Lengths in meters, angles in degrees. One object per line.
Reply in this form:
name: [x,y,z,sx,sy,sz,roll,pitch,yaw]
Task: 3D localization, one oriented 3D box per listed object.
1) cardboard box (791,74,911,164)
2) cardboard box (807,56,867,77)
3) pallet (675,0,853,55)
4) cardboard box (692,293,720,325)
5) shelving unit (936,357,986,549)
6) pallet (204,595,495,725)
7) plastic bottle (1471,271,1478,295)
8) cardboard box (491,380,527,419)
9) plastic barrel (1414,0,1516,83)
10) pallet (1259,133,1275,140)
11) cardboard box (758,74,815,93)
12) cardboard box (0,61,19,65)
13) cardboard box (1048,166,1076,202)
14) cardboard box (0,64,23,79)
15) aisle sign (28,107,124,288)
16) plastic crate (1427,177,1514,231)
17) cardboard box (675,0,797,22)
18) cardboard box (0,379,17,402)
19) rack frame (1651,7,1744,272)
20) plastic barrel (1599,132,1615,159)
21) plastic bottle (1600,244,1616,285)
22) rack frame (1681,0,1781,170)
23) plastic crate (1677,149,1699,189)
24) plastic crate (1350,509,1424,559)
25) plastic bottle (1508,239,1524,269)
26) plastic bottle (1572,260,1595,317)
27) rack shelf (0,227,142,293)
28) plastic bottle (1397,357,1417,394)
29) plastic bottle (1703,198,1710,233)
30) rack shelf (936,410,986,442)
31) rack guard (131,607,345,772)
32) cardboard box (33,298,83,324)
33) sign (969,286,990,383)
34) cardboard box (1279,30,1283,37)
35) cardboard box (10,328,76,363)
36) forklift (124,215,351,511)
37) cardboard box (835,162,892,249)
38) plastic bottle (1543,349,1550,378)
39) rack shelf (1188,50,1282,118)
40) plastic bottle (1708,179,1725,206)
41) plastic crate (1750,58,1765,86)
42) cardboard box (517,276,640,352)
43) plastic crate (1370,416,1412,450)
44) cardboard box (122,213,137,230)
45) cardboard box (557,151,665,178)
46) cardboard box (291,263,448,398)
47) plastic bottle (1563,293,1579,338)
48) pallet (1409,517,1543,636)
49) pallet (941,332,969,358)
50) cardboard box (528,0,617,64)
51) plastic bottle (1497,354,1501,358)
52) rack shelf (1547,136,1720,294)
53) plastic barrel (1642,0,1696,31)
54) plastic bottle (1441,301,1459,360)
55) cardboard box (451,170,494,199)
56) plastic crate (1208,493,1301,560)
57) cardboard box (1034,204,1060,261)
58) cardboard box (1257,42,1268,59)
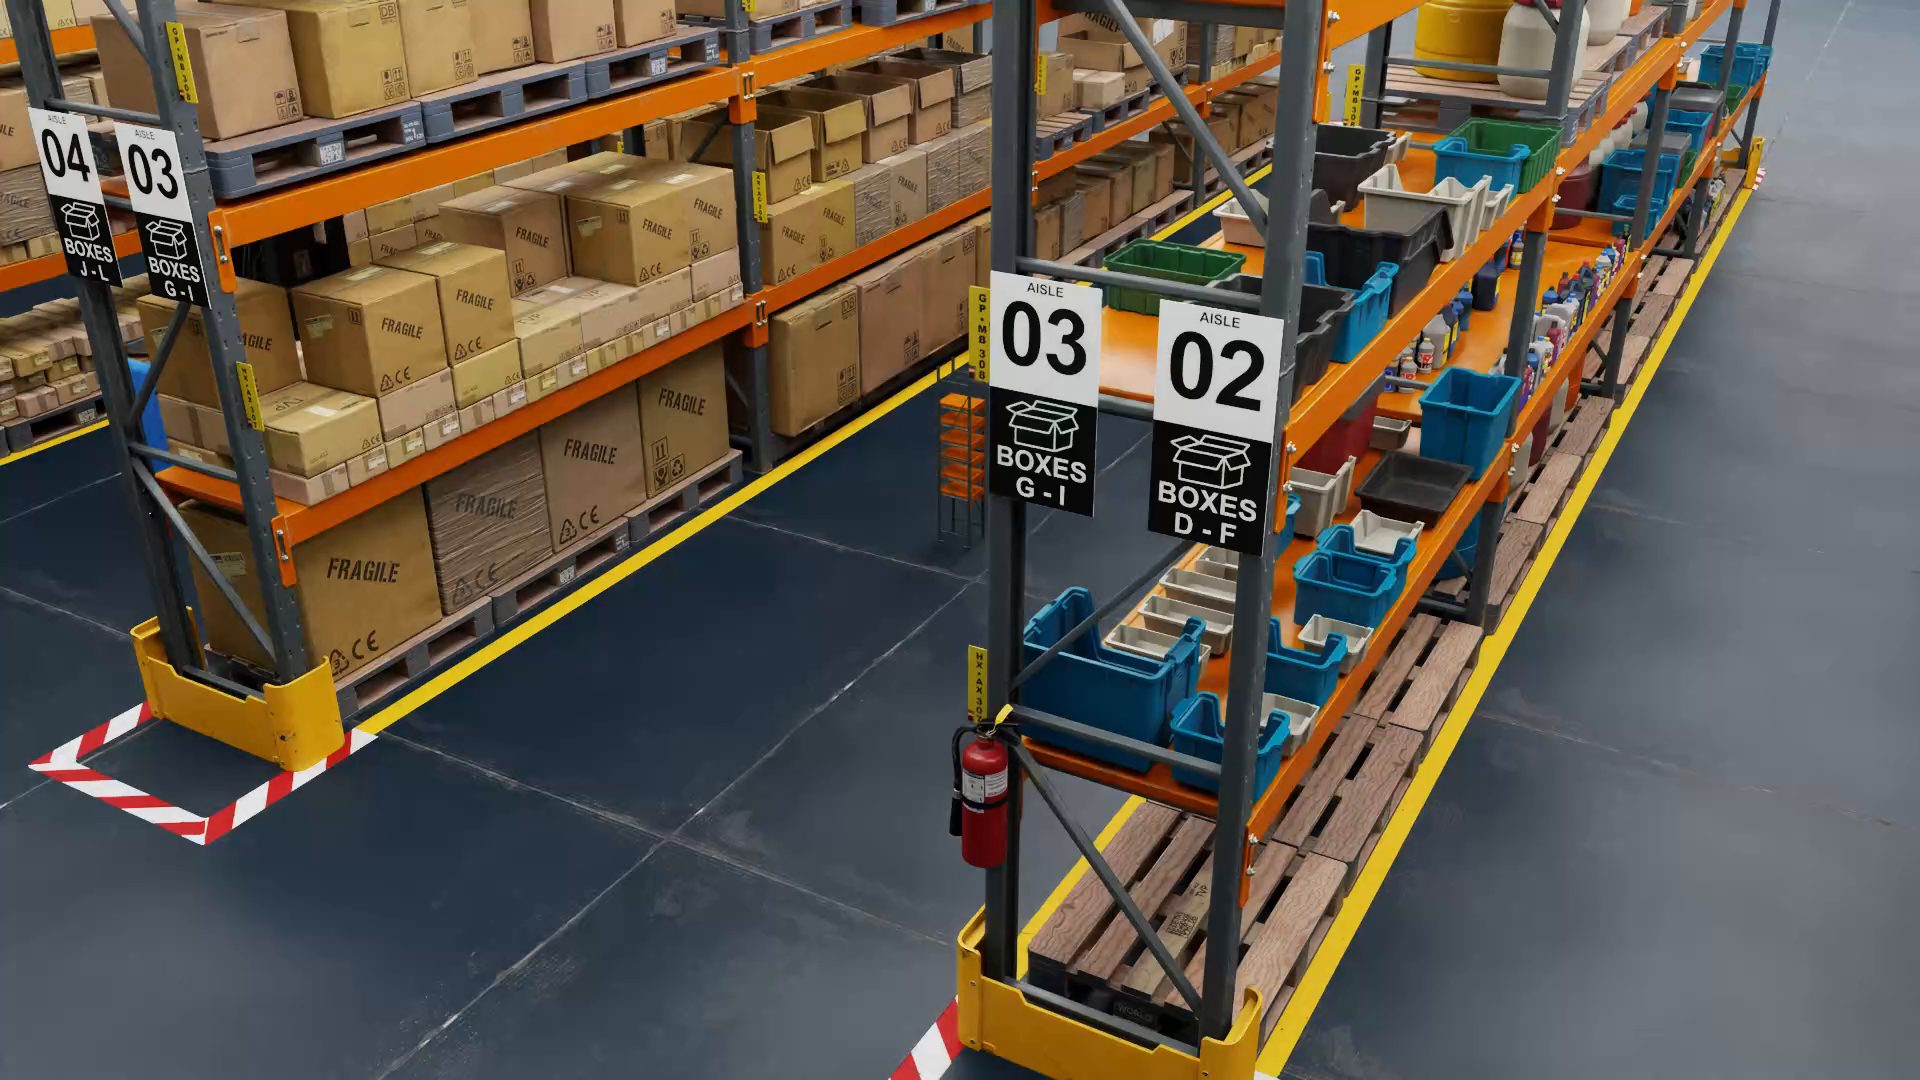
cardboard box: [-0.836,-3.176,12.511,0.797,0.503,0.637,15,30,28]
cardboard box: [-1.746,-5.638,20.566,0.875,0.875,0.875,15,30,27]
pallet: [-1.375,-3.545,11.343,0.805,0.209,1.217,13,29,24]
cardboard box: [-1.775,-1.517,10.710,0.380,0.149,0.250,15,30,27]
shelving unit: [0.007,-0.542,10.493,0.258,1.200,0.189,14,30,26]
pallet: [-3.426,0.556,9.404,1.003,0.211,1.213,14,30,26]
plastic bottle: [3.320,-1.696,10.925,0.152,0.276,0.135,14,30,26]
cardboard box: [-2.659,-0.817,9.312,0.380,0.149,0.250,14,30,26]
plastic barrel: [2.801,-2.844,9.050,0.600,0.588,0.600,0,27,0]
pallet: [3.652,-5.012,20.527,1.003,0.211,1.213,14,30,26]
cardboard box: [-2.343,-5.090,19.612,1.050,0.750,0.750,14,30,26]
cardboard box: [-9.446,-4.769,16.536,0.500,0.250,0.500,15,30,27]
cardboard box: [0.740,-3.371,15.596,0.500,0.250,0.500,18,32,32]
cardboard box: [-7.002,-3.160,12.151,0.500,0.500,0.500,15,30,27]
aisle sign: [-4.048,-1.563,7.617,0.394,0.787,0.004,14,30,26]
plastic crate: [2.235,-1.474,7.288,0.293,0.136,0.466,14,30,26]
cardboard box: [-1.507,-3.723,10.905,0.700,0.500,0.500,15,30,27]
cardboard box: [-7.042,-1.097,11.974,0.380,0.149,0.250,13,29,24]
rack frame: [6.465,-3.948,15.286,1.000,3.000,0.127,14,30,26]
plastic barrel: [5.024,-3.051,13.370,0.421,0.512,0.421,0,27,0]
plastic bottle: [4.387,-1.873,11.285,0.097,0.271,0.097,0,27,0]
rack frame: [8.432,-5.507,18.400,1.000,3.000,0.127,14,30,26]
plastic crate: [5.854,-3.113,13.853,0.450,0.188,0.662,14,30,26]
plastic crate: [1.934,0.006,7.615,0.293,0.136,0.466,14,30,26]
plastic bottle: [3.893,-2.002,11.621,0.097,0.201,0.097,0,27,0]
plastic bottle: [3.992,-1.617,10.685,0.144,0.351,0.185,14,30,26]
rack shelf: [-7.036,-1.952,12.101,1.077,0.370,4.000,14,30,26]
plastic bottle: [2.559,-0.946,9.511,0.097,0.201,0.097,0,27,0]
plastic bottle: [7.223,-3.184,16.226,0.144,0.351,0.185,15,30,27]
rack shelf: [0.007,-0.717,10.405,0.258,0.103,0.180,14,30,26]
rack guard: [-3.763,0.765,8.663,1.175,0.500,0.348,14,30,26]
cardboard box: [-6.975,-1.751,12.949,0.380,0.149,0.250,15,30,27]
sign: [0.074,-0.681,5.525,0.100,0.325,0.005,14,30,26]
cardboard box: [3.401,-6.160,19.262,0.875,0.500,0.500,14,30,26]
cardboard box: [-6.795,-1.438,12.324,0.380,0.149,0.250,14,30,26]
forklift: [-4.493,-2.046,11.562,1.130,2.935,3.031,13,29,24]
cardboard box: [-0.846,-2.481,12.244,0.500,0.500,0.500,13,30,25]
plastic bottle: [3.397,-1.058,9.734,0.097,0.201,0.097,0,27,0]
rack shelf: [3.136,-5.497,19.183,1.077,0.370,4.000,14,30,26]
plastic bottle: [7.763,-3.581,17.105,0.152,0.276,0.135,14,30,26]
plastic crate: [8.122,-4.928,17.409,0.499,0.251,0.408,14,30,26]
cardboard box: [-2.275,-1.356,9.943,0.500,0.250,0.500,15,30,27]
plastic crate: [2.176,-0.589,8.804,0.396,0.136,0.243,14,30,26]
cardboard box: [-6.390,-2.477,12.627,0.380,0.149,0.250,13,30,25]
cardboard box: [-2.241,-2.192,10.775,0.500,0.500,0.500,14,30,26]
cardboard box: [-3.034,-1.086,8.566,0.500,0.500,0.500,13,30,25]
plastic bottle: [3.787,-1.398,10.335,0.097,0.271,0.097,0,27,0]
pallet: [2.945,0.125,10.264,1.003,0.211,1.213,14,30,26]
pallet: [-0.269,-1.942,14.394,1.003,0.211,1.213,14,30,26]
cardboard box: [-2.384,-3.013,9.374,0.700,0.500,0.500,16,31,29]
plastic bottle: [3.151,-1.001,9.620,0.097,0.201,0.097,0,27,0]
rack shelf: [5.481,-2.847,13.890,1.077,0.370,4.000,14,30,26]
plastic barrel: [4.916,-3.834,11.583,0.421,0.512,0.421,0,27,0]
plastic bottle: [2.913,-1.279,10.009,0.144,0.351,0.185,14,30,26]
cardboard box: [-4.695,-3.299,15.474,0.500,0.250,0.500,15,30,27]
plastic crate: [1.348,-0.080,7.679,0.416,0.233,0.300,14,30,26]
cardboard box: [0.497,-2.824,15.342,0.700,0.500,0.500,13,29,23]
cardboard box: [3.246,-5.532,18.730,0.380,0.149,0.250,14,30,26]
